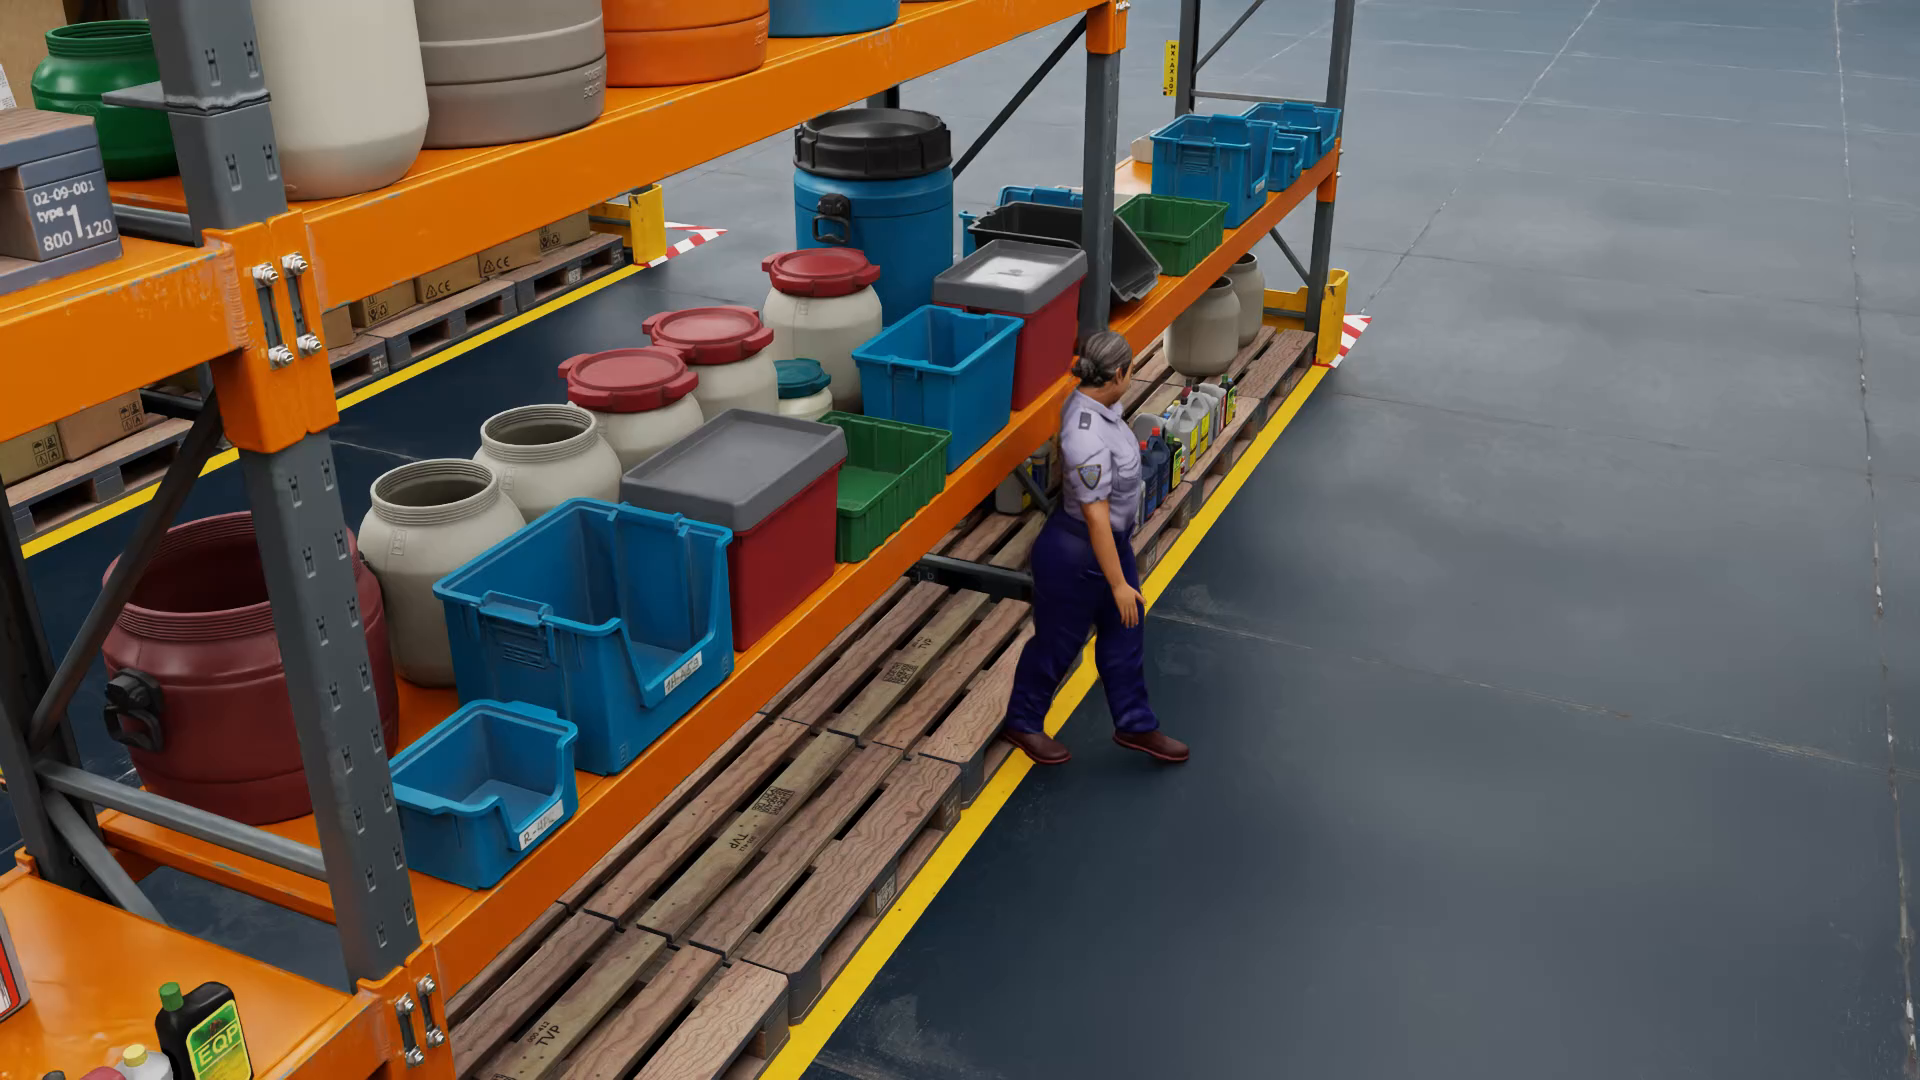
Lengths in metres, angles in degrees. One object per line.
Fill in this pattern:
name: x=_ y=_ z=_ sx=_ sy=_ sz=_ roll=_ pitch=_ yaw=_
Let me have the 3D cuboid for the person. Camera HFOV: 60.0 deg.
person: x=0.492 y=0.094 z=5.861 sx=0.699 sy=1.652 sz=0.580 roll=7 pitch=27 yaw=14
